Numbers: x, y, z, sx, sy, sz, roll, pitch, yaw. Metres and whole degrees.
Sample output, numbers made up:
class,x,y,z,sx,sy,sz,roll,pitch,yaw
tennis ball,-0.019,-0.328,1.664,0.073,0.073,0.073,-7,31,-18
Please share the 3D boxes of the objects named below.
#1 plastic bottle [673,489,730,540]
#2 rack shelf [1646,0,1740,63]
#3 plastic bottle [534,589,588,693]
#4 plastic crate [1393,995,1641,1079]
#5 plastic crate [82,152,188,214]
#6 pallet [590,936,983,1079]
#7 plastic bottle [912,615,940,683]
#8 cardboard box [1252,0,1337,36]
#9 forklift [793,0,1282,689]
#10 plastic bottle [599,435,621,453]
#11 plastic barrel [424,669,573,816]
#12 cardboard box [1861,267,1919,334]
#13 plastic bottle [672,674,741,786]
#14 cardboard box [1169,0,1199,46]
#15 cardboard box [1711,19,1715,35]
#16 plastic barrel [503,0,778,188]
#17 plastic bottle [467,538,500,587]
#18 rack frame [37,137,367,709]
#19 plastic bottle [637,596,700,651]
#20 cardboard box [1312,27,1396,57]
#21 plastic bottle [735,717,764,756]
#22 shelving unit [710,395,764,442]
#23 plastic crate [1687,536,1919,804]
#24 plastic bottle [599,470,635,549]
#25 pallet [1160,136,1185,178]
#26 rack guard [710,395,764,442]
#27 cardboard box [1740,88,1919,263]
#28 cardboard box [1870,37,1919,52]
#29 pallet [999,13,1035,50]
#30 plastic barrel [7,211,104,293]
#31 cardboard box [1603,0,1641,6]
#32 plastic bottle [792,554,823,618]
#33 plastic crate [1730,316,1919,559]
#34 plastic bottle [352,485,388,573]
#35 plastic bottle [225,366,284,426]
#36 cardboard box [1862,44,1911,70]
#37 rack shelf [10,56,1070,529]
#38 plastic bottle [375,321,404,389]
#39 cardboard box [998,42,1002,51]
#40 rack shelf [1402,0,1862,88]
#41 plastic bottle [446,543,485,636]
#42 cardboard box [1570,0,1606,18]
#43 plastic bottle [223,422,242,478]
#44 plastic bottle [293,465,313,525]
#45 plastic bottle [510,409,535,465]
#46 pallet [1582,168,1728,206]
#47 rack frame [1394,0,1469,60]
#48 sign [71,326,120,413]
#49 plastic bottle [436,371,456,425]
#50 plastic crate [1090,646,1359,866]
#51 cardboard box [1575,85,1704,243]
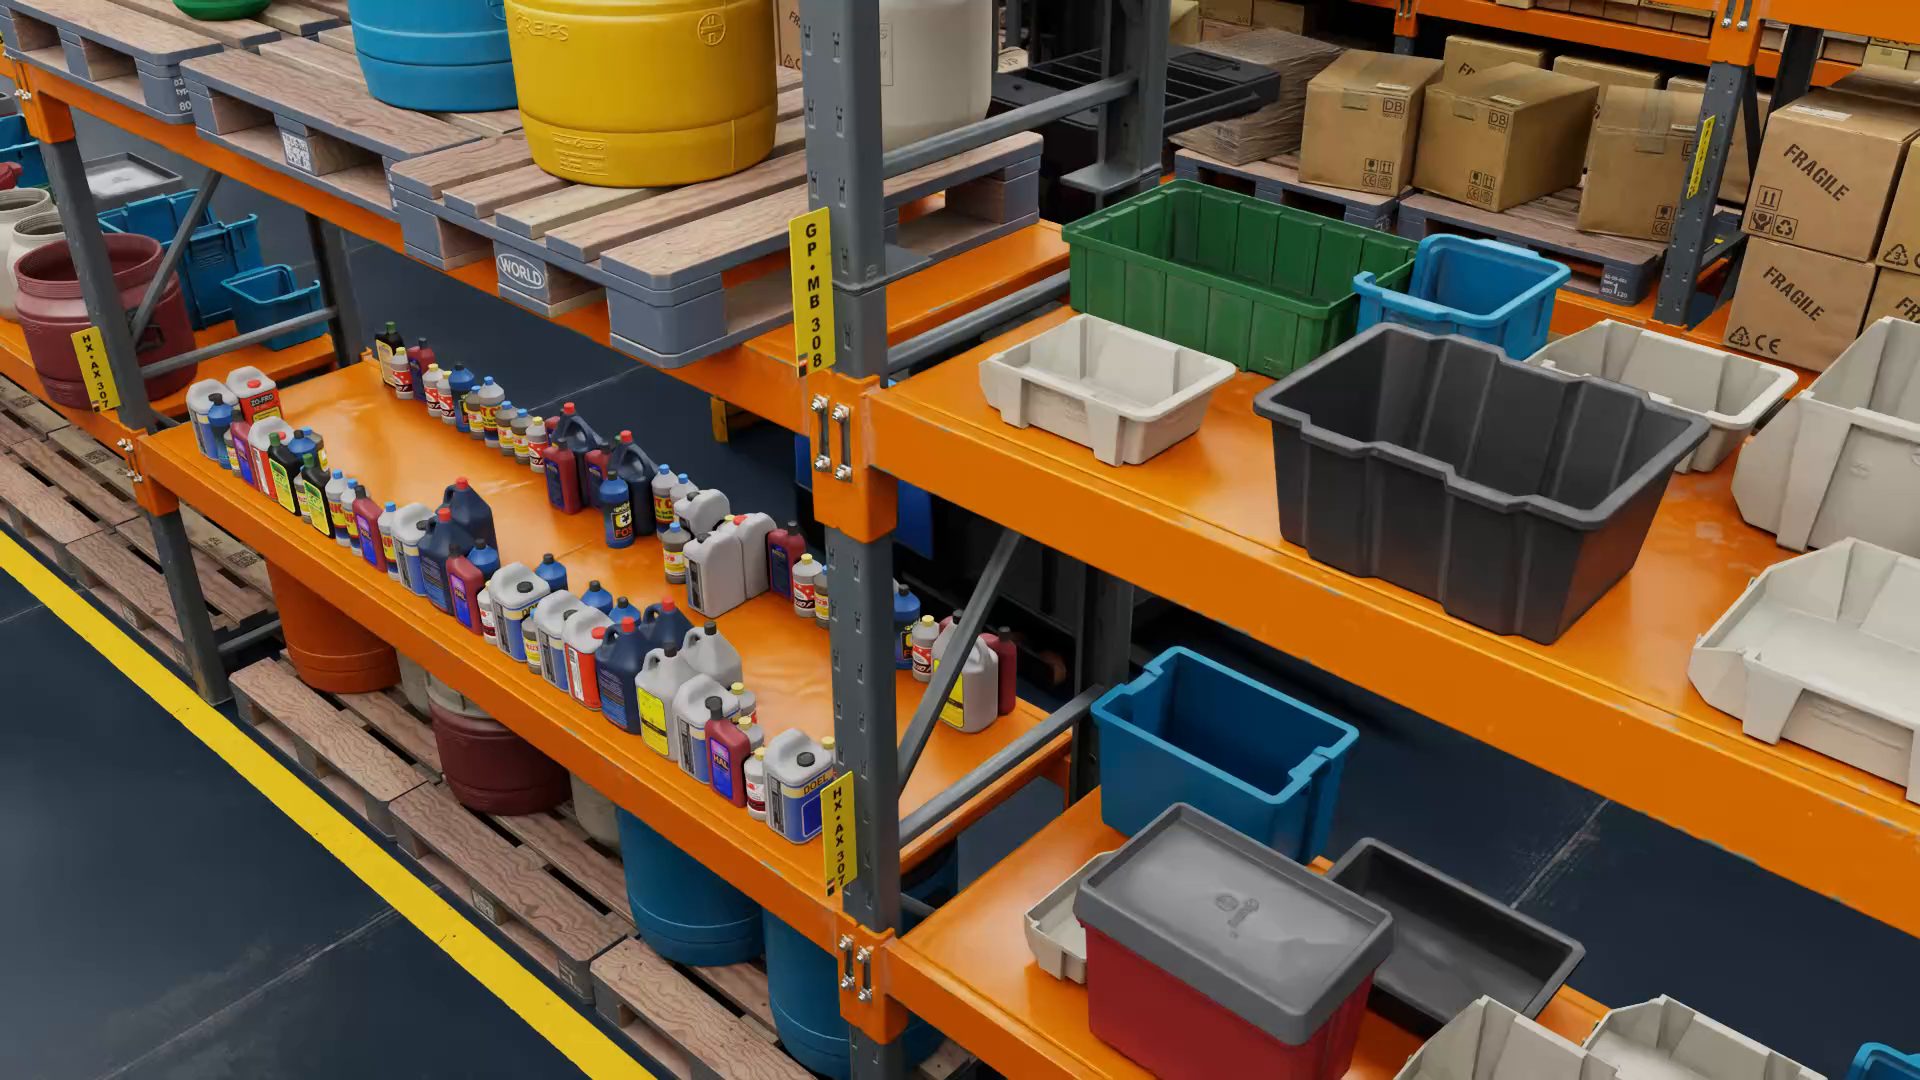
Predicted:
class,x,y,z,sx,sy,sz,roll,pitch,yaw
plastic bottle,-0.860,-0.050,5.544,0.135,0.276,0.152,25,39,35
rack shelf,1.930,-2.958,8.045,4.000,0.370,1.077,25,39,35
plastic bottle,-1.167,0.297,4.969,0.135,0.276,0.152,25,39,35
plastic crate,1.095,1.228,3.359,0.530,0.282,0.437,25,39,35
plastic crate,-3.872,-1.484,7.745,0.583,0.464,0.402,25,39,35
pallet,-0.458,1.515,5.528,1.213,0.211,1.003,25,39,35
plastic bottle,-0.096,0.320,5.003,0.097,0.201,0.097,0,31,0
cardboard box,2.819,-4.458,14.017,0.500,0.250,0.500,26,40,36
forklift,0.554,-0.912,6.923,1.130,2.935,3.031,-26,39,-36
plastic bottle,-1.210,-0.248,5.867,0.133,0.283,0.061,25,39,35
plastic barrel,-1.668,0.626,6.232,0.708,0.588,0.600,25,39,35
cardboard box,3.990,-0.875,6.699,0.500,0.500,0.500,26,40,36
plastic bottle,-0.694,0.518,4.602,0.135,0.276,0.152,25,39,35
cardboard box,0.990,-2.721,9.358,0.500,0.500,0.700,12,33,19
cardboard box,5.381,-3.551,11.464,0.250,0.149,0.380,24,38,34
plastic barrel,-0.727,-1.180,3.804,0.600,0.588,0.600,0,31,0
plastic bottle,-1.502,0.119,5.268,0.097,0.271,0.097,0,31,0
rack frame,-2.879,-0.781,6.638,0.127,3.000,1.000,25,39,35
plastic bottle,-0.855,0.313,4.870,0.185,0.351,0.144,25,39,35
cardboard box,3.200,-3.916,13.843,0.500,0.500,0.700,26,39,36
plastic bottle,-0.585,0.577,4.576,0.097,0.201,0.097,0,31,0
shelving unit,-0.785,-1.106,8.632,0.587,1.500,1.083,-26,39,-36
plastic crate,1.354,0.196,2.364,0.530,0.136,0.437,25,39,35
plastic bottle,-1.168,-0.111,5.650,0.097,0.271,0.097,0,31,0
pallet,0.997,-2.383,9.487,1.003,0.211,1.213,25,39,35
rack guard,-1.124,-0.758,9.267,0.587,0.250,0.087,-26,39,-36
cardboard box,3.574,-1.490,6.750,0.500,0.500,0.500,26,40,36
cardboard box,6.223,-3.427,10.629,0.500,0.500,0.500,24,39,34
pallet,0.281,-4.978,16.314,1.213,0.211,1.003,25,39,35
plastic barrel,-3.785,-1.103,7.065,0.421,0.512,0.421,0,31,0
cardboard box,4.706,-4.125,11.789,0.500,0.500,0.500,25,39,35
plastic bottle,-0.484,0.138,5.304,0.097,0.201,0.097,0,31,0
plastic crate,1.616,-0.131,2.766,0.530,0.282,0.437,25,39,35
plastic bottle,-1.949,-0.040,5.521,0.133,0.283,0.061,25,39,35
plastic bottle,-2.673,-0.512,6.313,0.135,0.276,0.152,25,39,35
cardboard box,6.091,-3.173,10.836,0.250,0.149,0.380,26,40,36
rack shelf,-1.397,-1.065,4.900,4.000,0.370,1.077,25,39,35
plastic bottle,-2.293,-0.754,6.707,0.133,0.283,0.061,25,39,35
cardboard box,-0.086,-3.019,10.443,0.500,0.311,0.500,25,39,35
rack shelf,5.251,-3.569,11.967,4.000,0.370,1.077,25,39,35
plastic bottle,-1.541,0.151,5.205,0.133,0.283,0.061,25,39,35
cardboard box,4.646,-3.926,12.088,0.250,0.149,0.380,26,40,36
plastic bottle,-2.636,-0.338,6.095,0.097,0.201,0.097,0,31,0
plastic bottle,-2.266,-0.165,5.809,0.097,0.201,0.097,0,31,0
plastic bottle,-1.616,-0.390,6.182,0.097,0.201,0.097,0,31,0
pallet,5.203,-2.650,12.448,1.213,0.211,1.003,25,39,35
rack frame,3.769,-4.569,12.931,0.127,3.000,1.000,25,39,35
sign,-3.243,-0.638,6.243,0.005,0.325,0.100,25,39,35
plastic bottle,-1.977,-0.558,6.461,0.097,0.201,0.097,0,31,0
plastic crate,0.661,0.616,4.276,0.575,0.384,0.392,25,39,35
cardboard box,3.212,-1.761,7.763,0.500,0.500,0.700,12,33,19
